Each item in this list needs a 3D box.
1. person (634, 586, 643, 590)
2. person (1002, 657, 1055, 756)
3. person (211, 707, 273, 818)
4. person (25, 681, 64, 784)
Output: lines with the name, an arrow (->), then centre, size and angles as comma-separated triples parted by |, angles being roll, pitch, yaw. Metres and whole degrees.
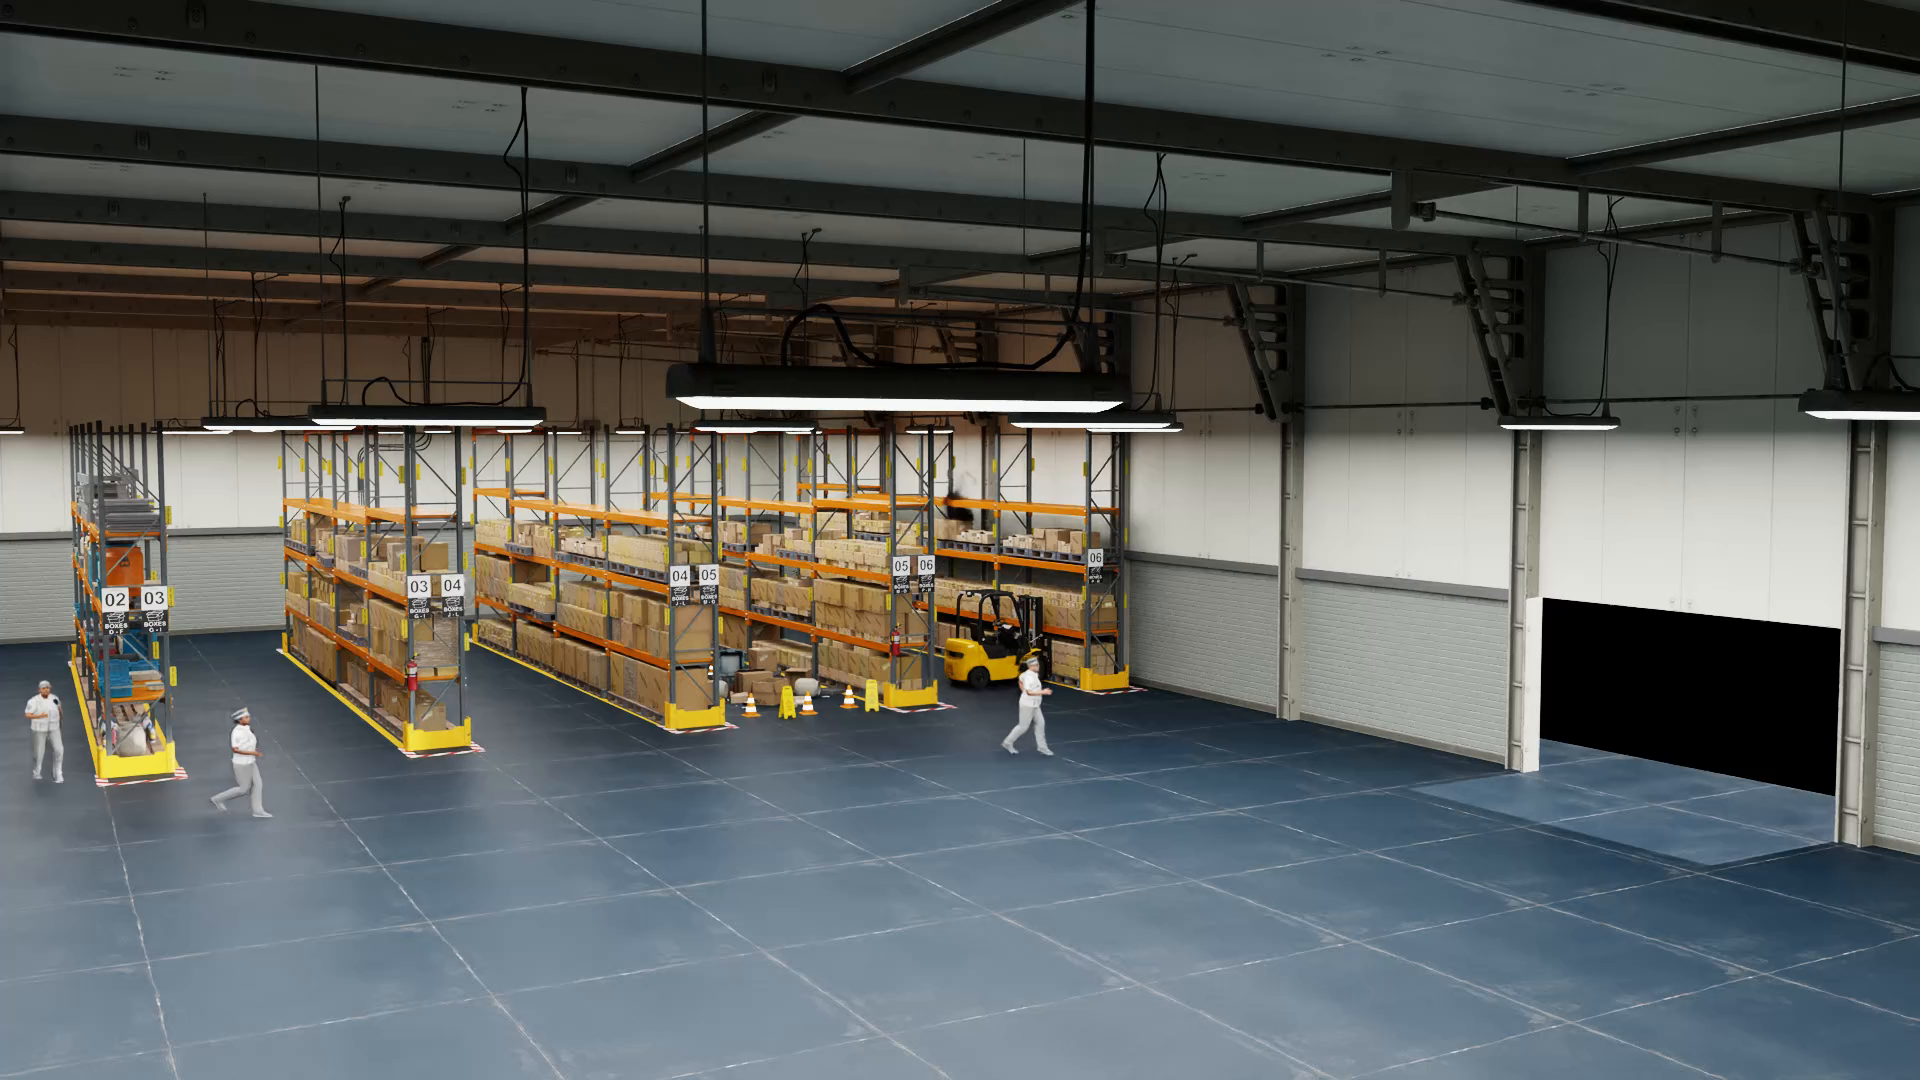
person -> -9.682, 1.823, 50.461 | 0.886, 1.605, 0.653 | -1, 4, -19
person -> 1.227, 2.985, 29.844 | 0.937, 1.798, 0.621 | 1, 4, 12
person -> -10.744, 3.346, 24.884 | 0.851, 1.692, 0.579 | -1, 4, -8
person -> -15.160, 3.204, 27.563 | 0.606, 1.752, 0.660 | -4, 5, -45
